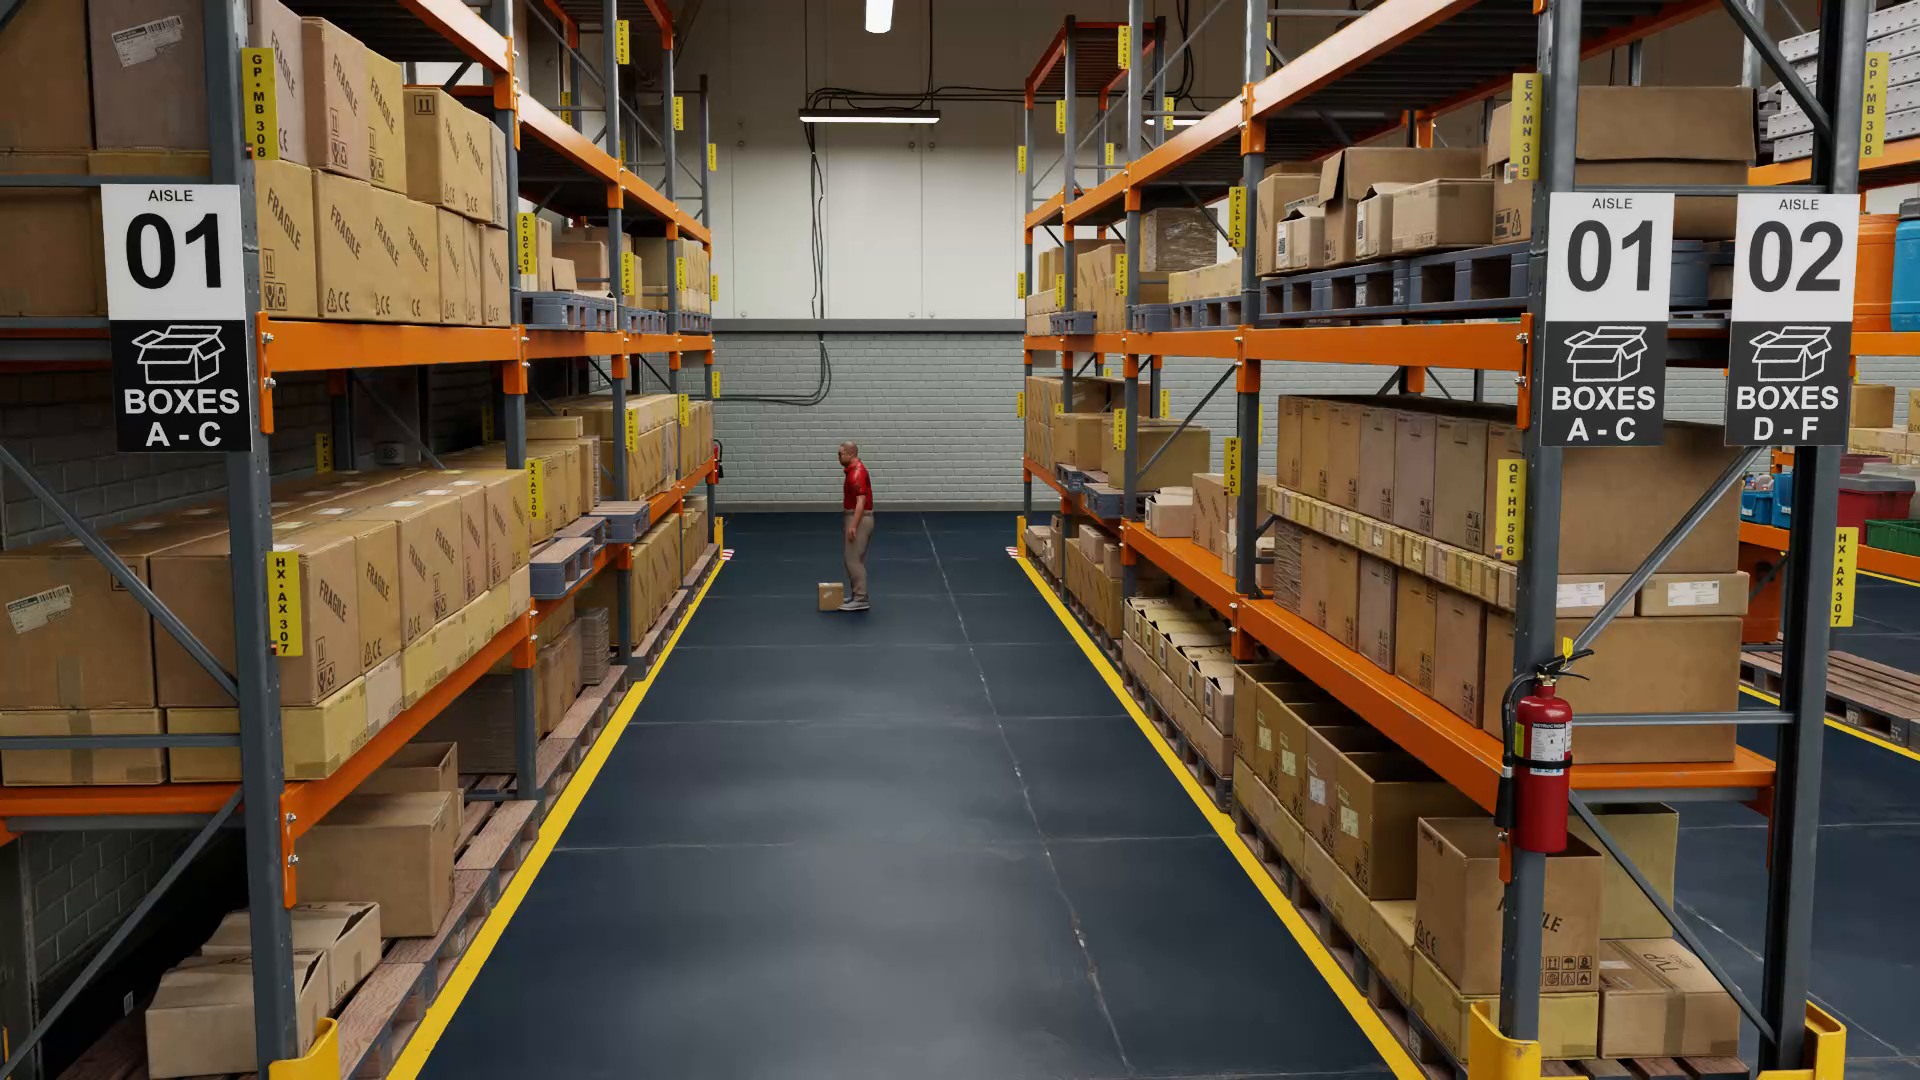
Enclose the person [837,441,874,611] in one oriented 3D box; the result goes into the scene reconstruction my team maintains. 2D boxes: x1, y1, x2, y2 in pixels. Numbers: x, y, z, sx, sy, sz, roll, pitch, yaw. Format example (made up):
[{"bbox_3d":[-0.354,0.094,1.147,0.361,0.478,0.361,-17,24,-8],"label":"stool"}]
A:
[{"bbox_3d":[-1.077,-0.153,17.082,0.383,1.727,0.601,-1,7,-6],"label":"person"}]
